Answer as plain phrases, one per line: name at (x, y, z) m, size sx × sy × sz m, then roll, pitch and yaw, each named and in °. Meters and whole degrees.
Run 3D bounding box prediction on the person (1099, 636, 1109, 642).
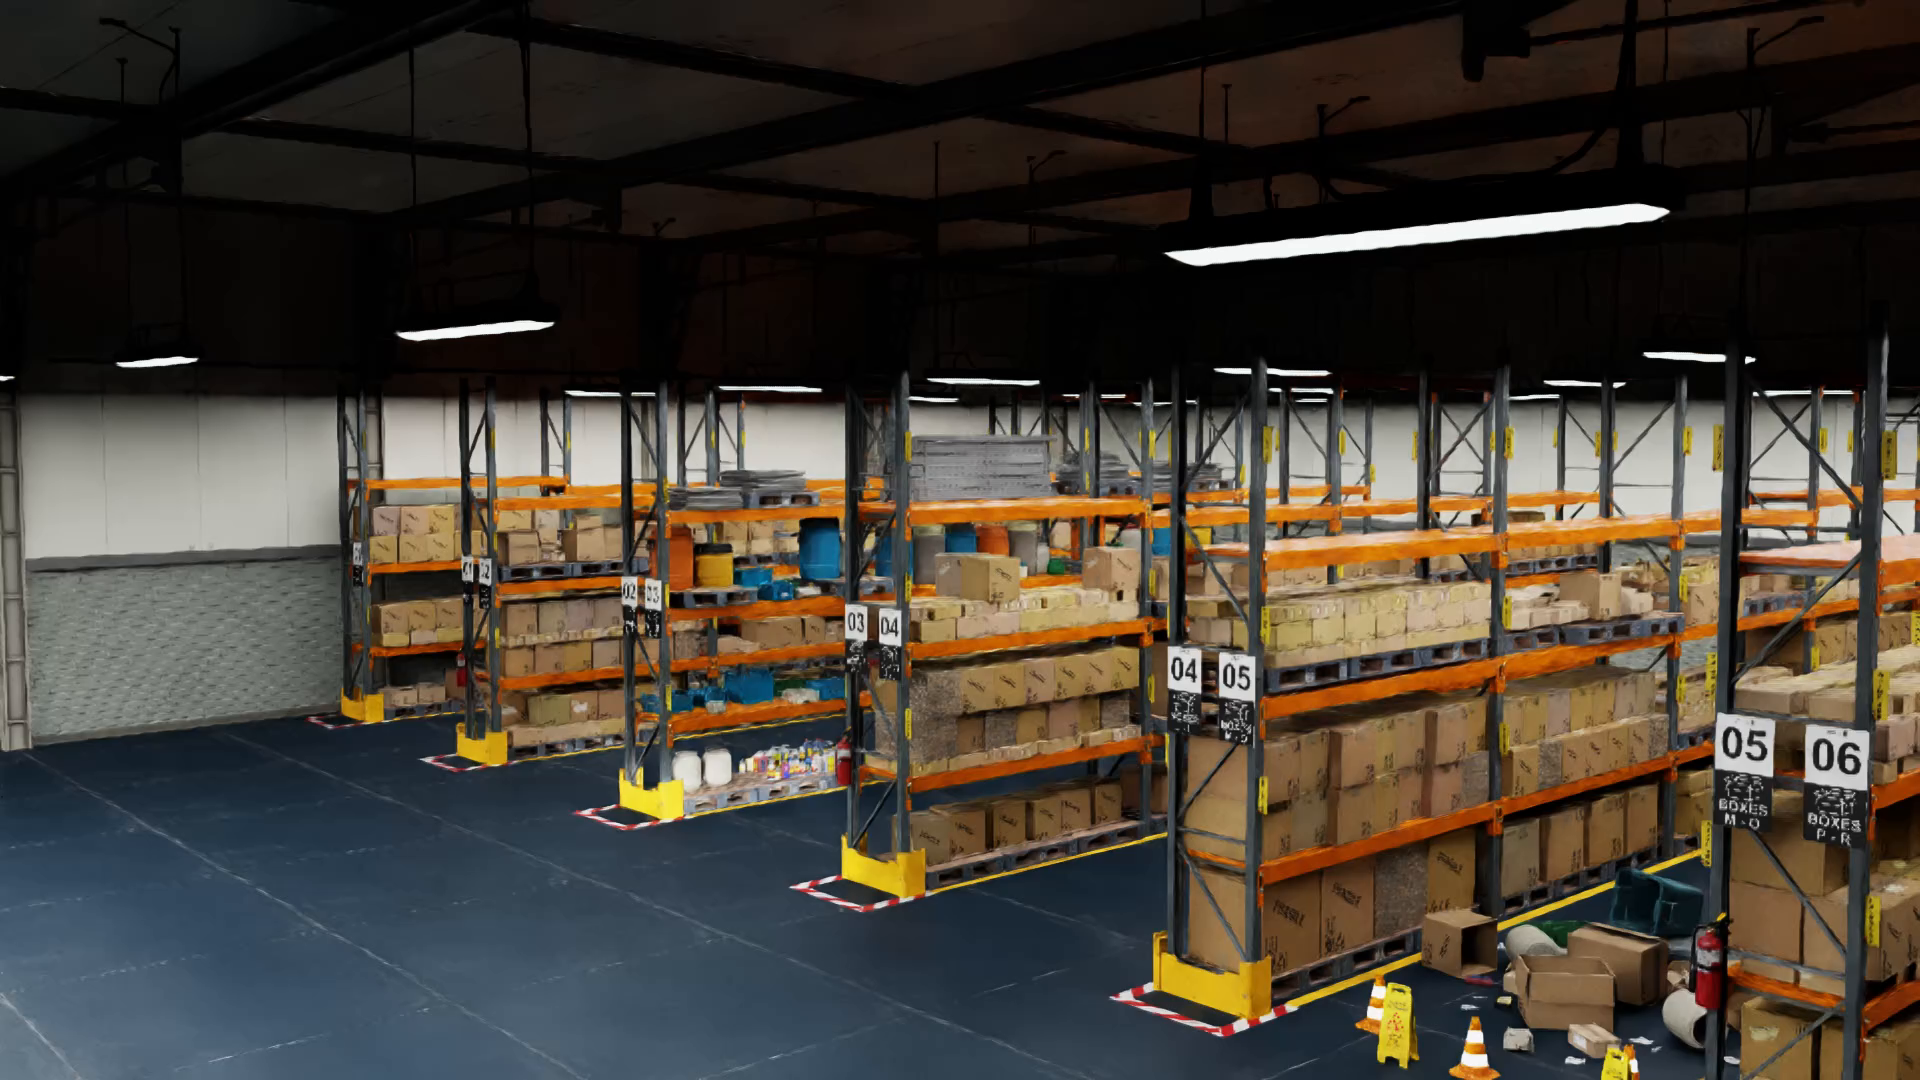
person at (2.710, 2.197, 32.606) m, size 0.534 × 1.674 × 0.677 m, roll -4°, pitch 5°, yaw -44°
